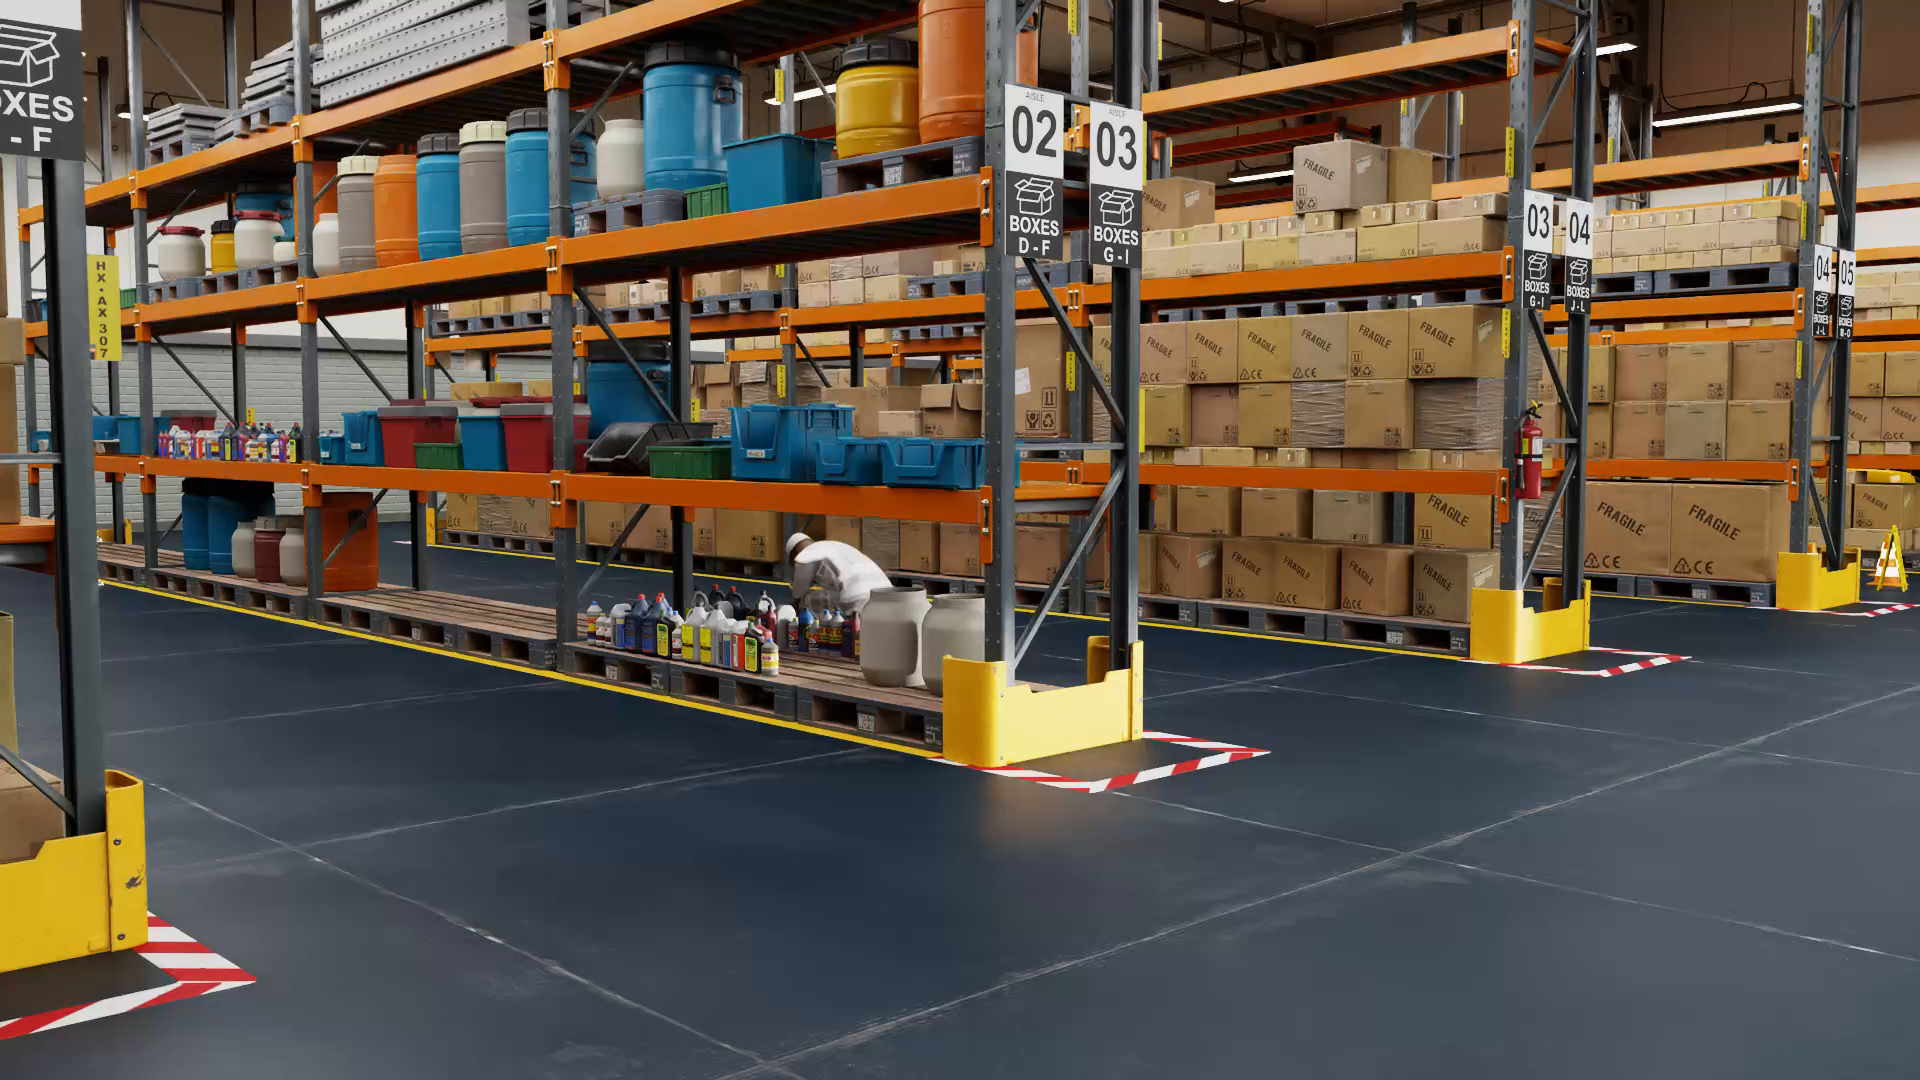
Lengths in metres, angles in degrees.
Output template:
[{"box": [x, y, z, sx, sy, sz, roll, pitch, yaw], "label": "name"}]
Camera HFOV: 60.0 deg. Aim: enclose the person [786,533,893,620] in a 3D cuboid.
[{"box": [-0.909, 0.404, 12.045, 0.574, 0.884, 0.919, -4, 5, -44], "label": "person"}]
